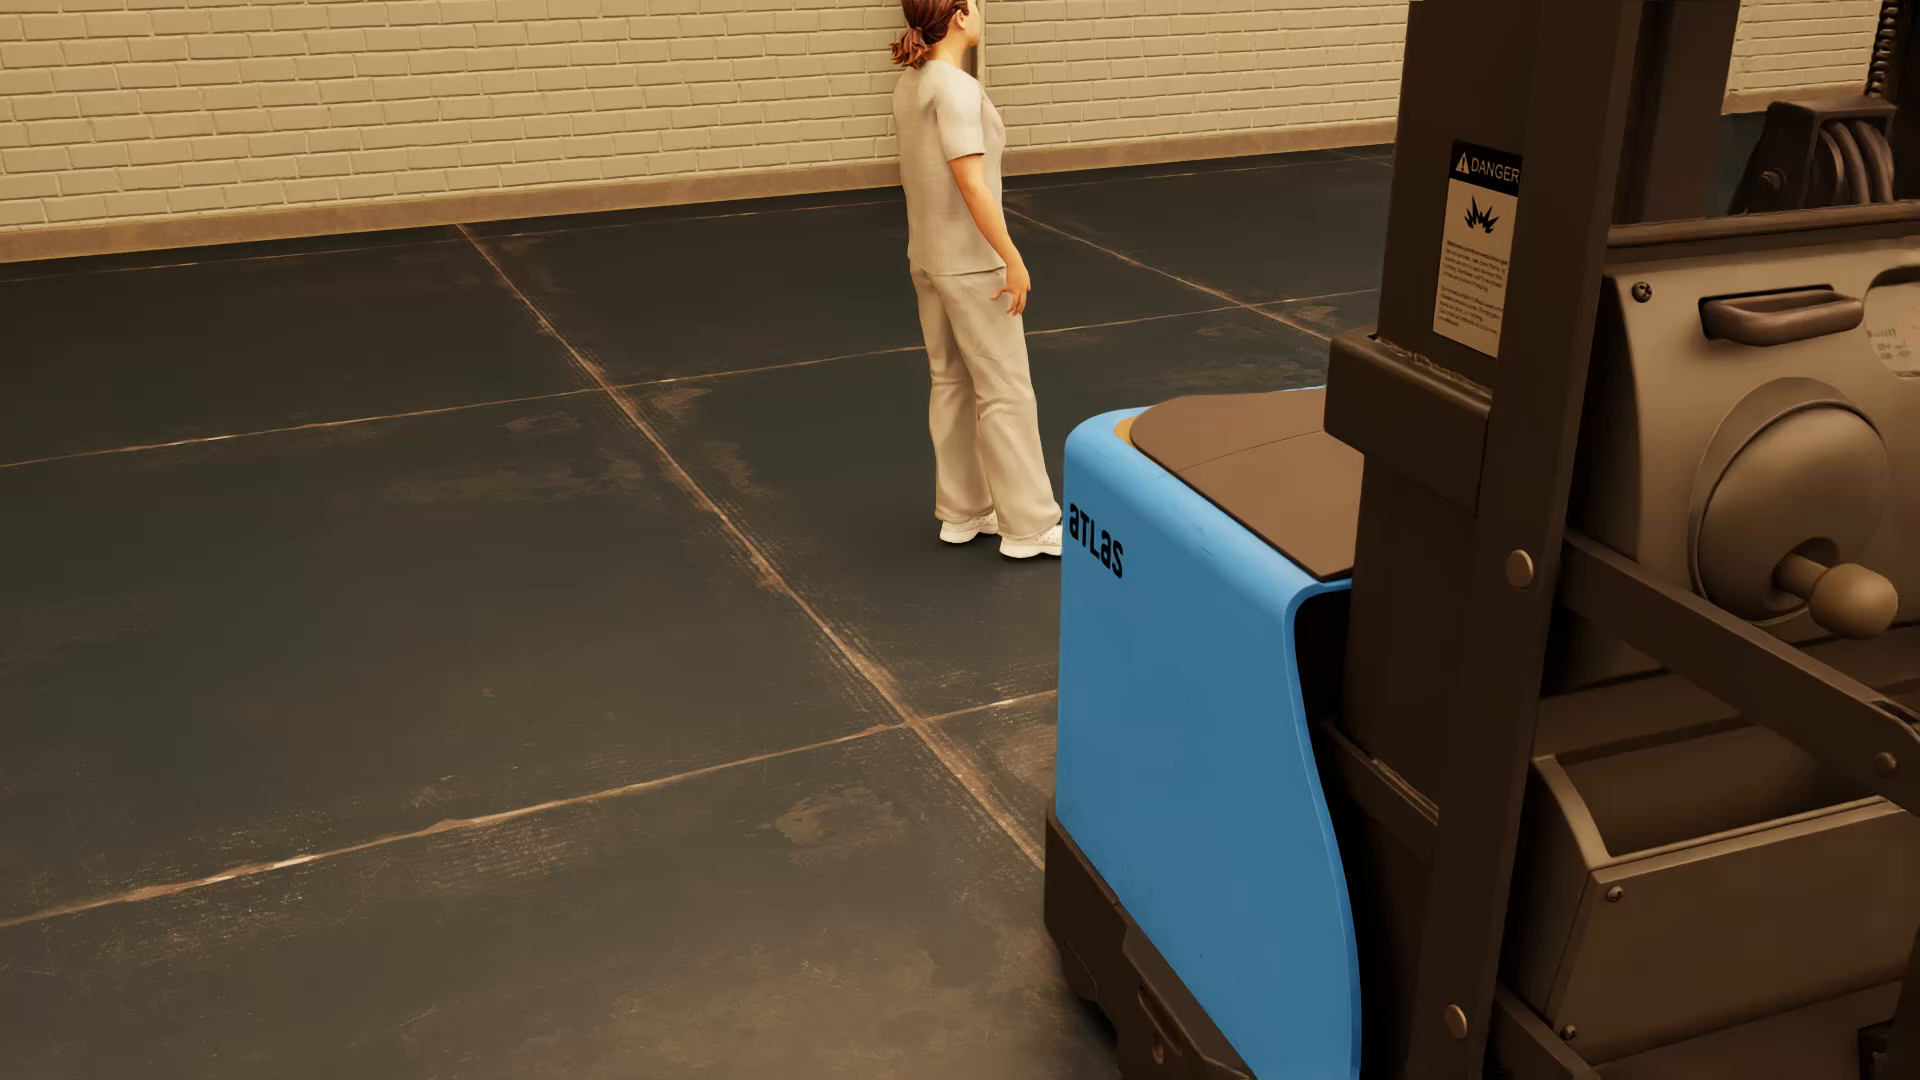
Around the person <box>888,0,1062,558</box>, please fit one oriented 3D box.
[{"bbox_3d":[0.072,-0.788,4.800,0.549,1.675,0.549,-10,25,-23],"label":"person"}]

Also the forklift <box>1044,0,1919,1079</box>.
[{"bbox_3d":[1.141,-0.109,1.550,1.130,2.935,3.031,-8,24,-18],"label":"forklift"}]
